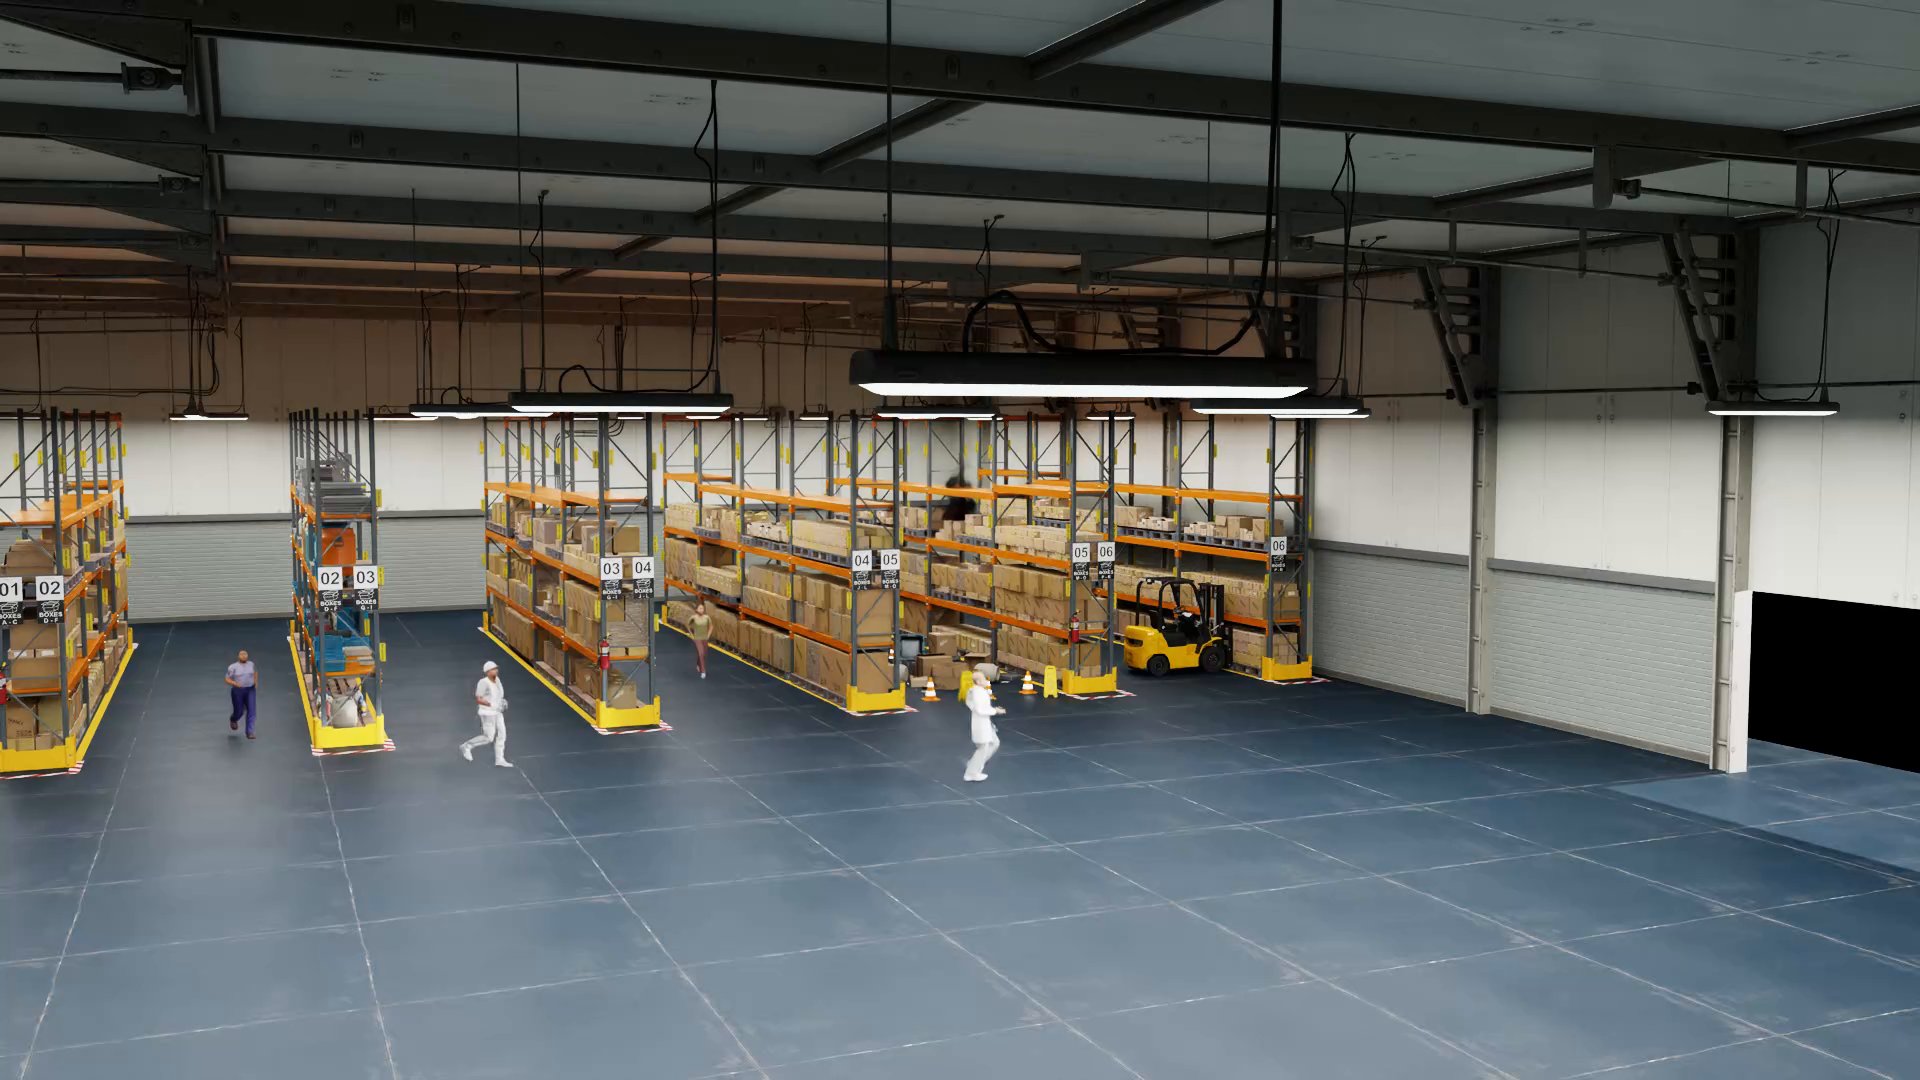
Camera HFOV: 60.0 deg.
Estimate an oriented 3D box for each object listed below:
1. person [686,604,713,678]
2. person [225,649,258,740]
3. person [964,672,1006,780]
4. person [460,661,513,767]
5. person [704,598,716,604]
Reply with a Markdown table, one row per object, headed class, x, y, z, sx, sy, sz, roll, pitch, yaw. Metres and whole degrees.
| class | x | y | z | sx | sy | sz | roll | pitch | yaw |
| --- | --- | --- | --- | --- | --- | --- | --- | --- | --- |
| person | -5.895 | 2.263 | 37.744 | 0.591 | 1.667 | 0.838 | -2 | 4 | -25 |
| person | -13.017 | 2.796 | 30.217 | 0.609 | 1.603 | 0.886 | -3 | 5 | -41 |
| person | 0.398 | 2.981 | 26.620 | 0.673 | 1.763 | 0.694 | 0 | 4 | 2 |
| person | -7.886 | 2.906 | 27.783 | 0.858 | 1.775 | 0.689 | 1 | 4 | 12 |
| person | -7.476 | 1.426 | 49.734 | 0.548 | 1.658 | 0.638 | -2 | 4 | -24 |
